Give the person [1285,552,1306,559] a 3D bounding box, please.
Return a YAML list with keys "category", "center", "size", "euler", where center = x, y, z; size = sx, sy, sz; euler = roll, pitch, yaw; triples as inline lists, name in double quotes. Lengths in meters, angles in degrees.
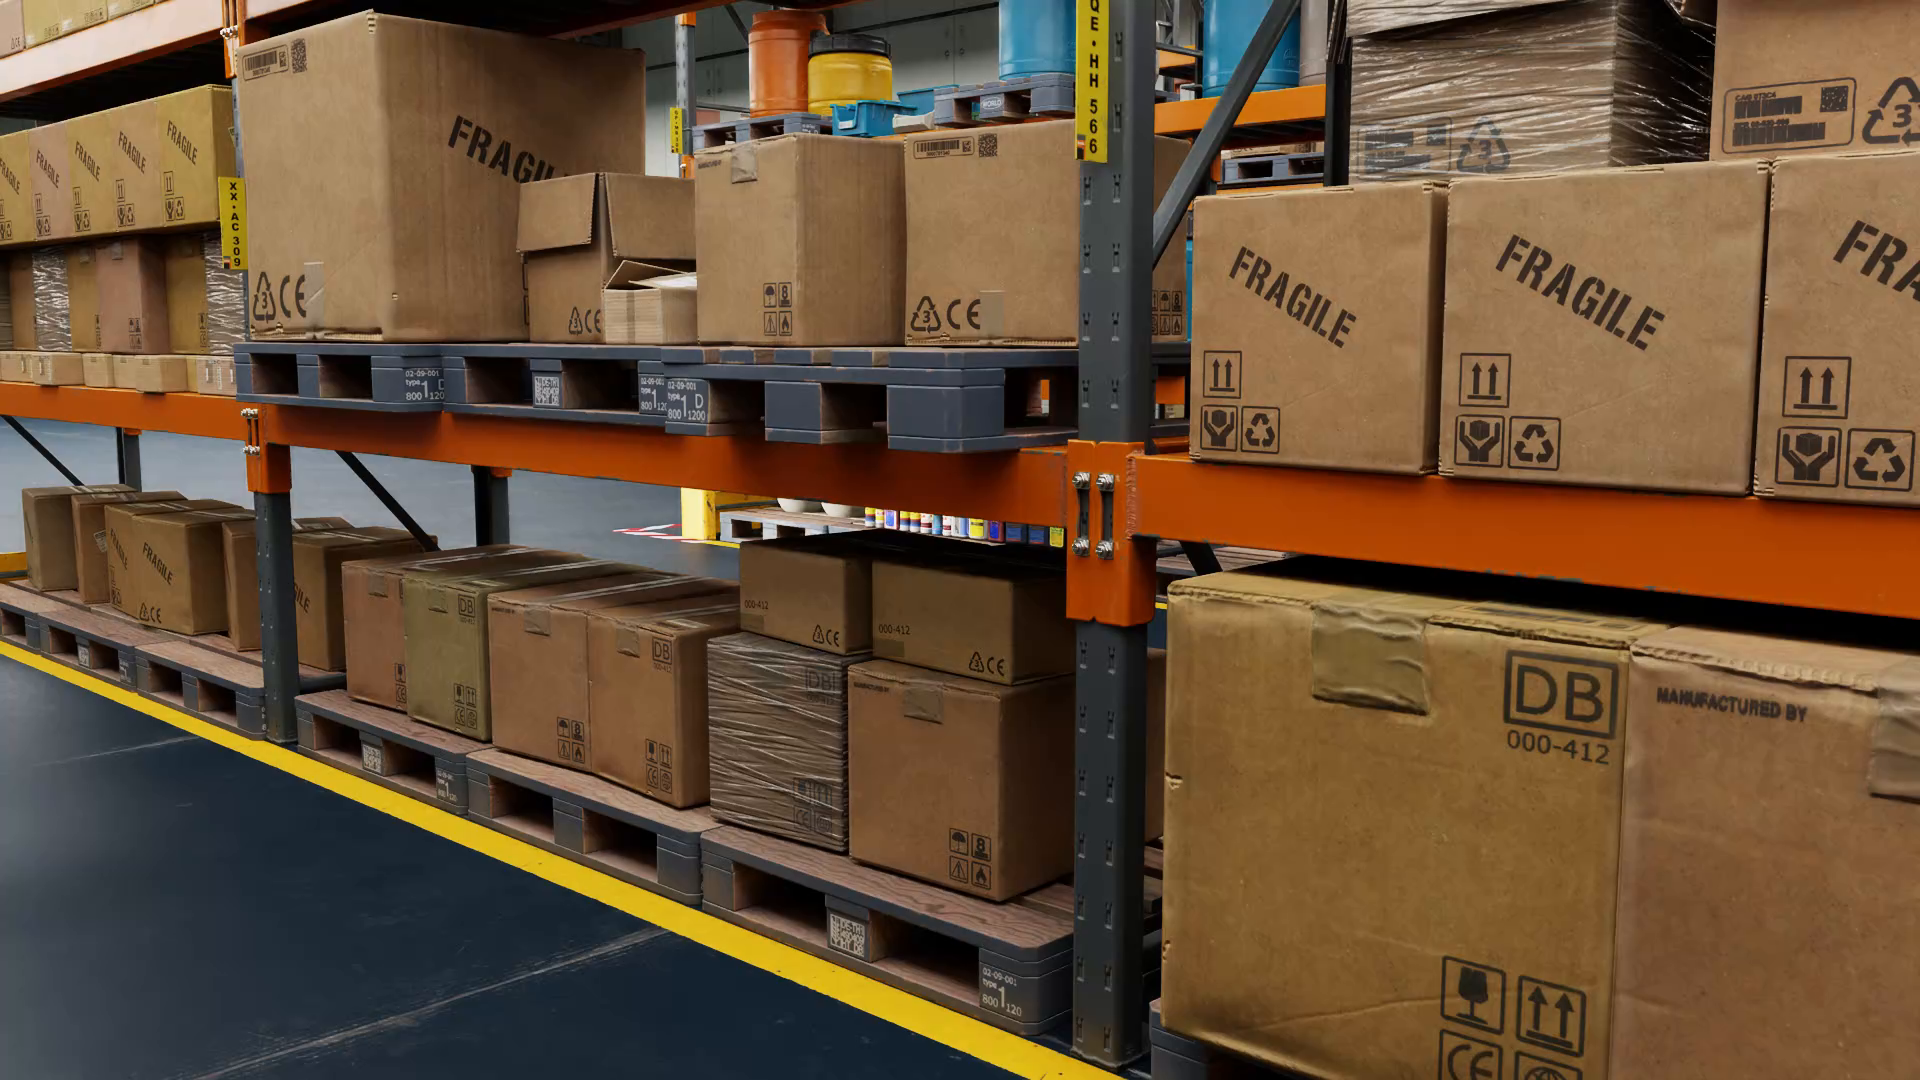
- category: "person"
  center: [1.538, 0.327, 5.661]
  size: [0.877, 0.899, 0.434]
  euler: [6, 9, 41]
